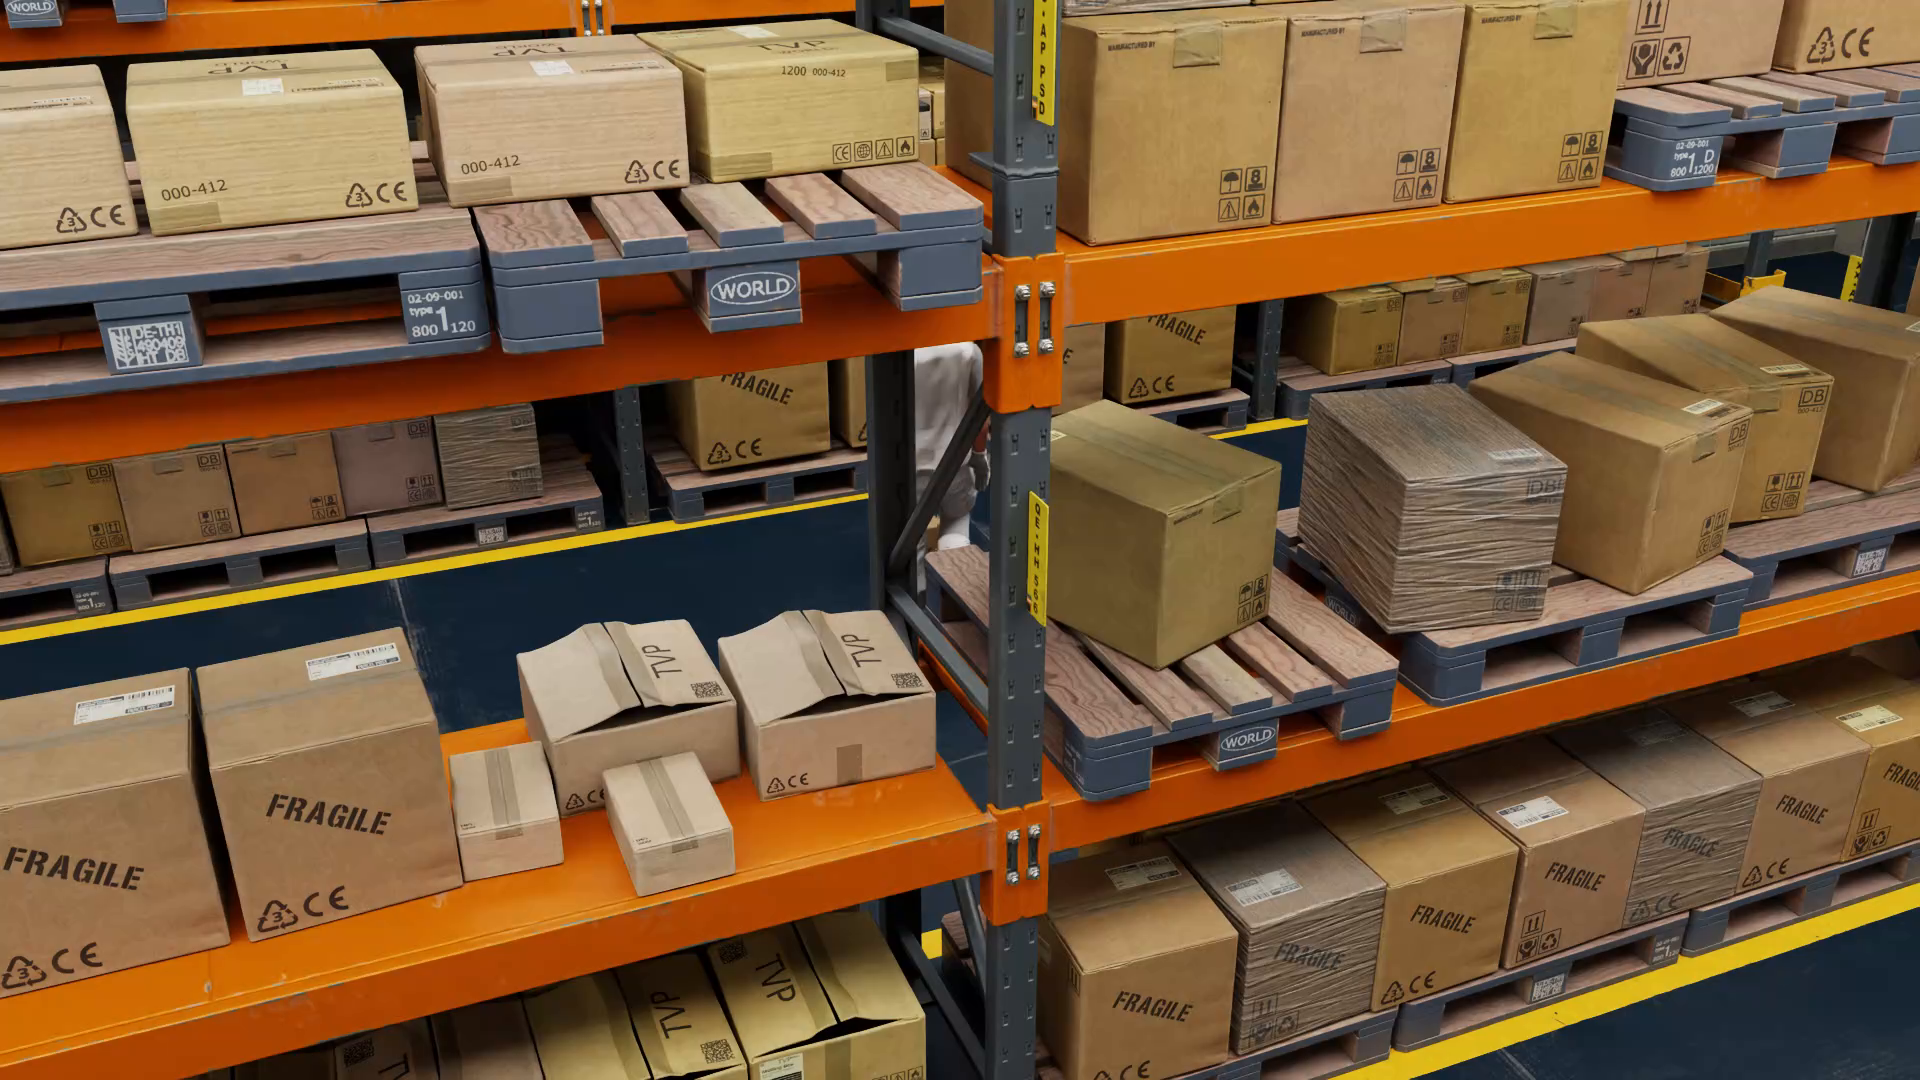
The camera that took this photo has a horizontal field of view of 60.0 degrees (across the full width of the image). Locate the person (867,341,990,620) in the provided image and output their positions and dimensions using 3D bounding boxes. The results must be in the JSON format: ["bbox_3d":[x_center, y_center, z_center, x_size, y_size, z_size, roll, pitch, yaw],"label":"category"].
[{"bbox_3d":[-0.146,-0.349,7.566,0.575,1.782,0.529,-7,26,-14],"label":"person"}]
